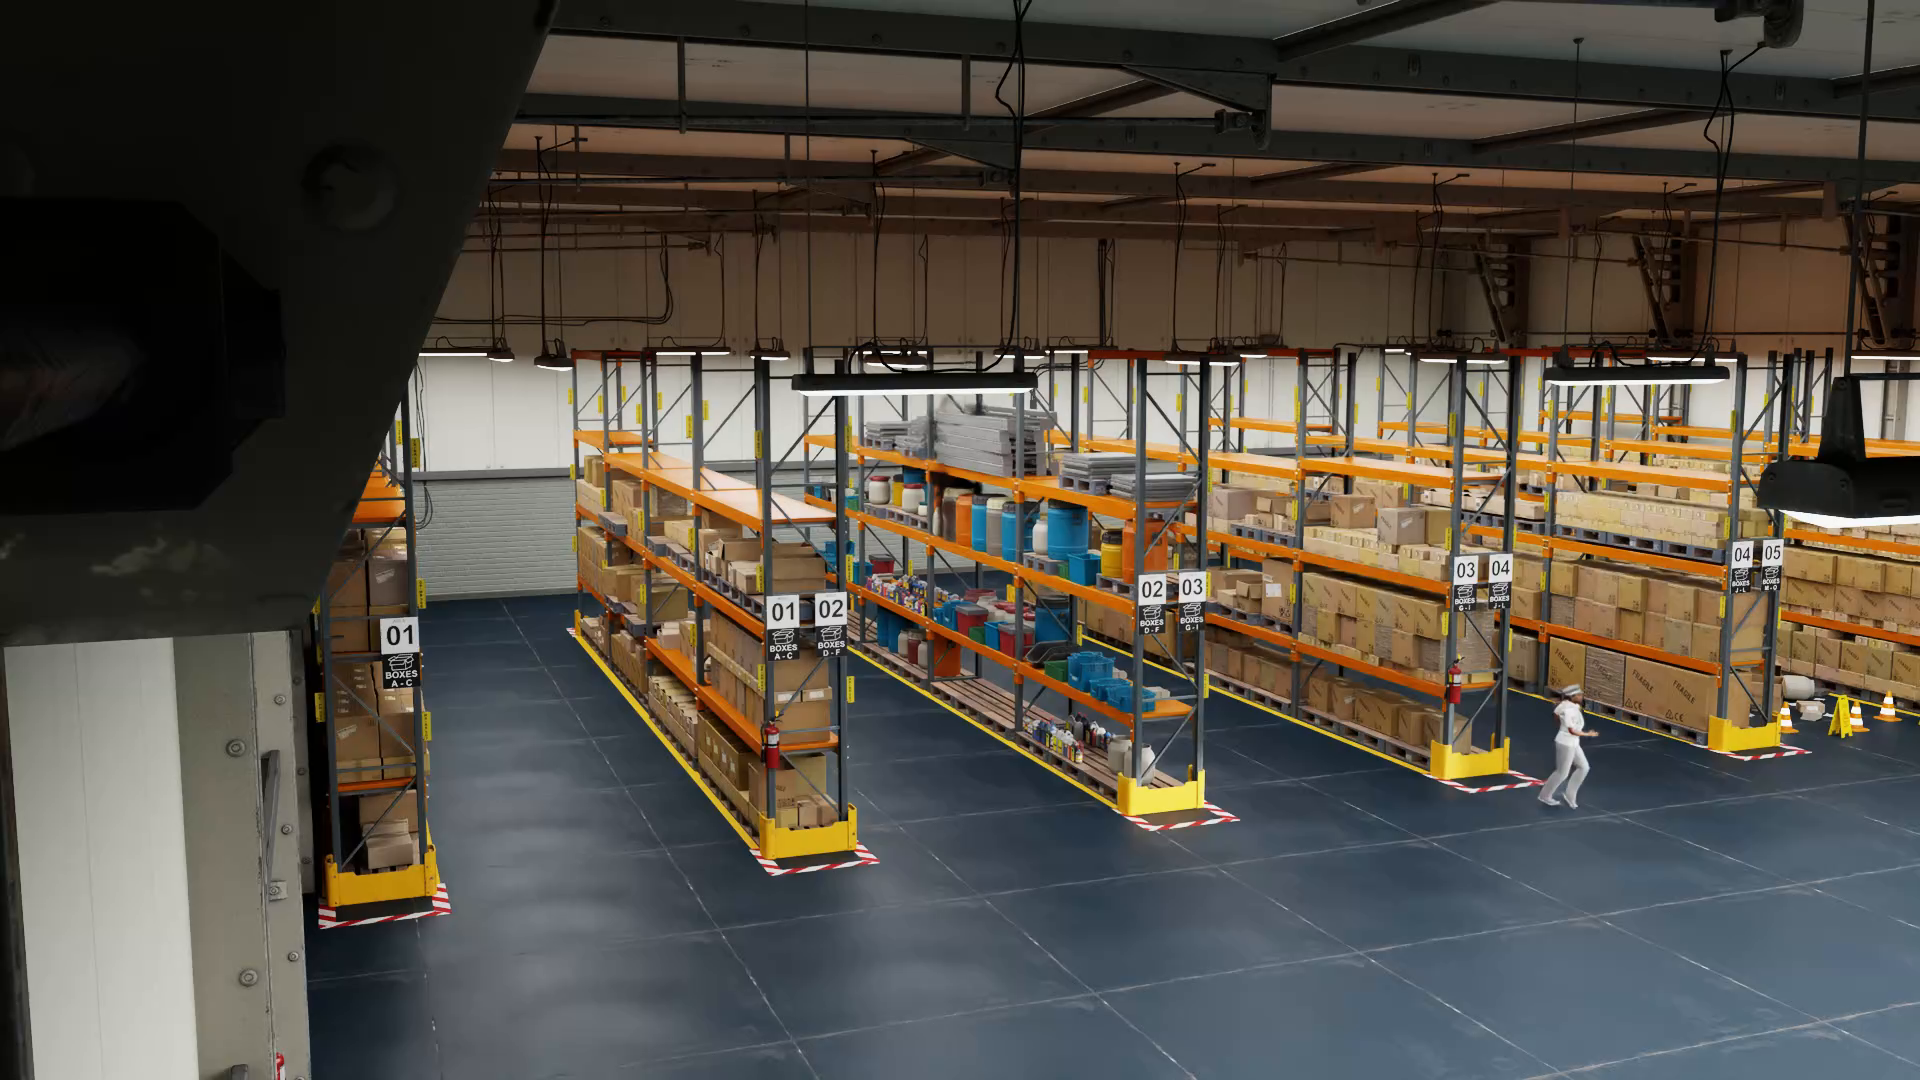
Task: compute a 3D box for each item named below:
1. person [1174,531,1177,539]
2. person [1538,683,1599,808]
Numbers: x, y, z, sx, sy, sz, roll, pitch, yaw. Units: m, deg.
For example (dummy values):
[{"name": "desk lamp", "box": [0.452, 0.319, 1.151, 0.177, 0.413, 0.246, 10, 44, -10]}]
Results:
[{"name": "person", "box": [5.009, 0.599, 39.072, 0.682, 1.784, 0.883, -4, 8, -28]}, {"name": "person", "box": [8.129, 2.768, 22.187, 0.728, 1.761, 0.595, 3, 8, 24]}]
